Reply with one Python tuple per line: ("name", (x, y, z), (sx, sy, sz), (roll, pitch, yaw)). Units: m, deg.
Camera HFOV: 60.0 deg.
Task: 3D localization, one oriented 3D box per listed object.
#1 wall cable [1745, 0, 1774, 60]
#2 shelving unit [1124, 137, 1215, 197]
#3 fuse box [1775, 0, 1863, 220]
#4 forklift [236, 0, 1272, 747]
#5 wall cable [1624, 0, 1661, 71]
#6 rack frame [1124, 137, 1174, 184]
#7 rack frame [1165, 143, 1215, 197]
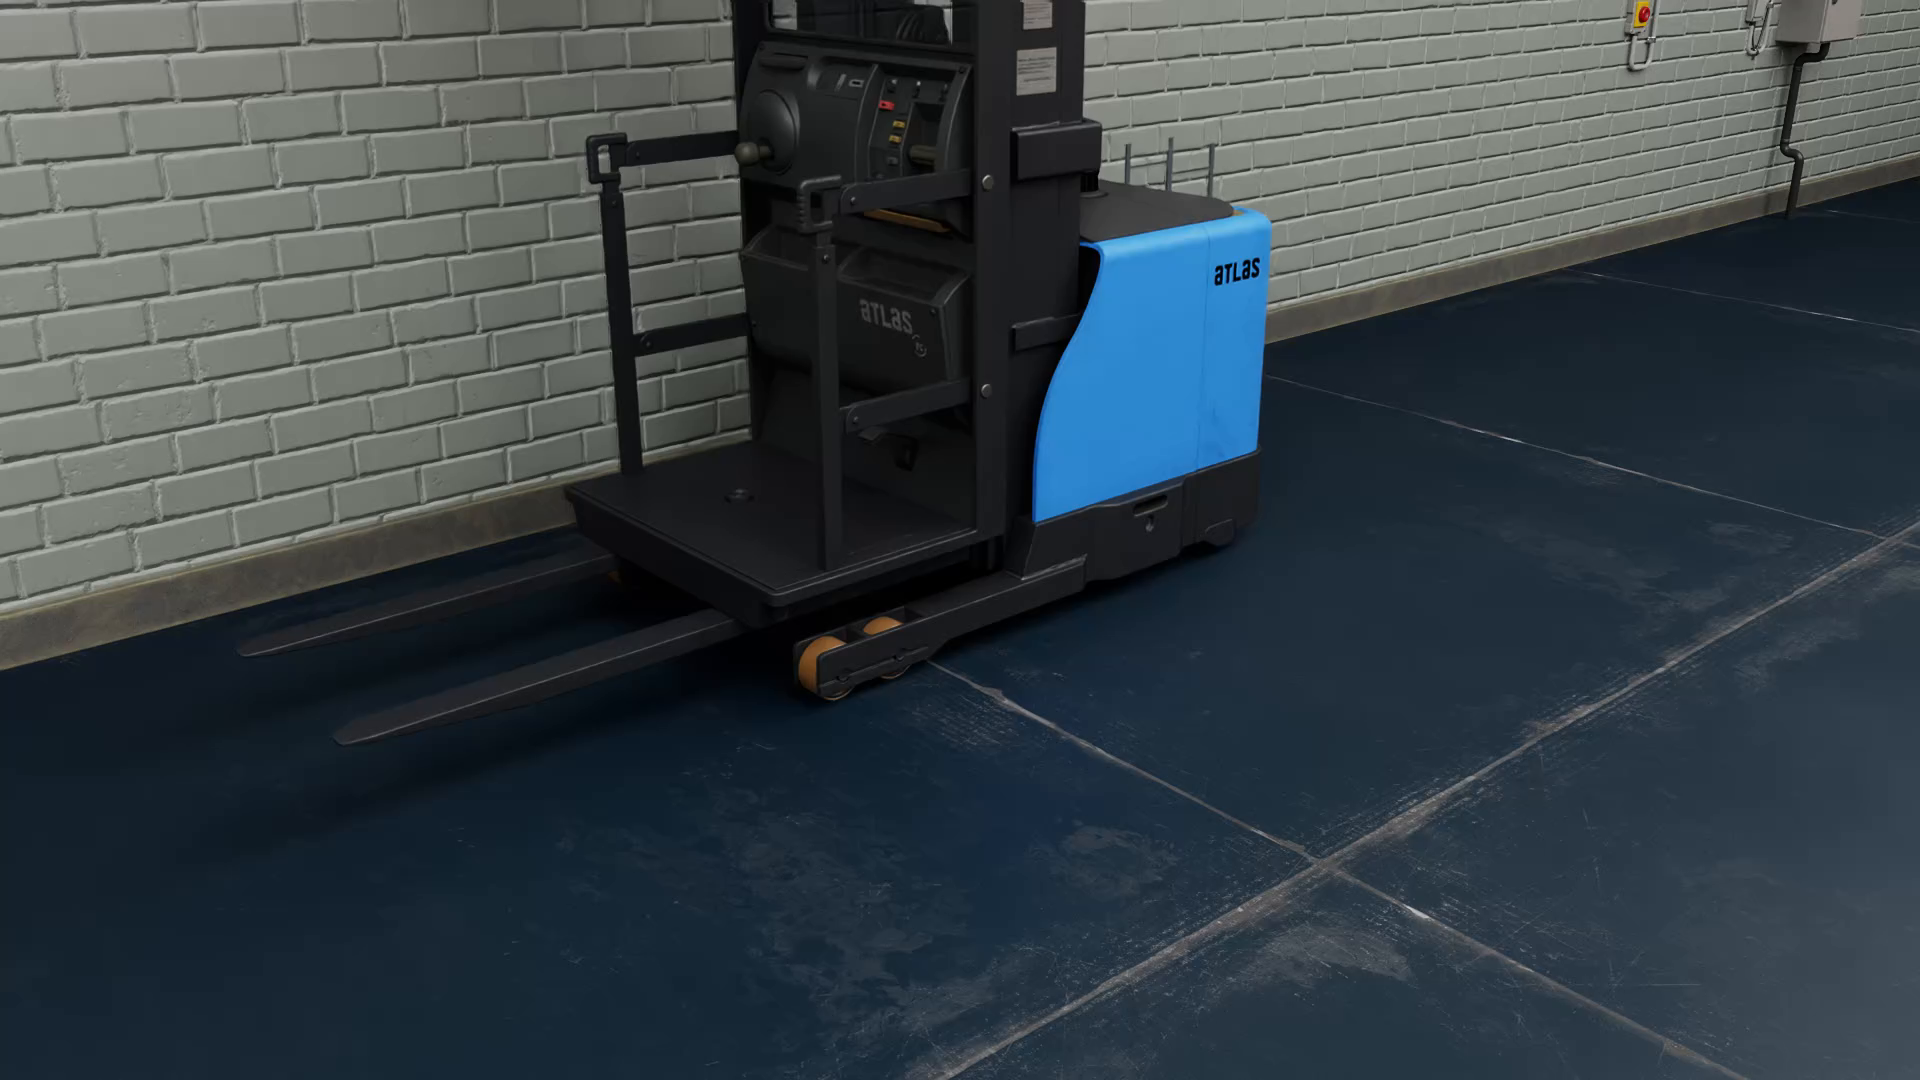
("wall cable", (4.813, -3.840, 9.781), (0.588, 1.984, 0.122), (-17, 27, -37))
("shelving unit", (0.710, -0.780, 5.830), (0.258, 1.200, 0.189), (-19, 28, -39))
("fuse box", (5.433, -2.886, 10.505), (0.539, 1.711, 0.414), (-17, 27, -37))
("forklift", (-0.461, -1.155, 4.415), (3.031, 2.935, 1.130), (-18, 28, -38))
("wall cable", (3.746, -3.513, 8.905), (0.585, 1.953, 0.123), (-17, 27, -37))
("rack frame", (0.648, -0.804, 5.892), (0.240, 1.200, 0.006), (-19, 28, -39))
("rack frame", (0.772, -0.755, 5.767), (0.240, 1.200, 0.006), (-19, 28, -39))
